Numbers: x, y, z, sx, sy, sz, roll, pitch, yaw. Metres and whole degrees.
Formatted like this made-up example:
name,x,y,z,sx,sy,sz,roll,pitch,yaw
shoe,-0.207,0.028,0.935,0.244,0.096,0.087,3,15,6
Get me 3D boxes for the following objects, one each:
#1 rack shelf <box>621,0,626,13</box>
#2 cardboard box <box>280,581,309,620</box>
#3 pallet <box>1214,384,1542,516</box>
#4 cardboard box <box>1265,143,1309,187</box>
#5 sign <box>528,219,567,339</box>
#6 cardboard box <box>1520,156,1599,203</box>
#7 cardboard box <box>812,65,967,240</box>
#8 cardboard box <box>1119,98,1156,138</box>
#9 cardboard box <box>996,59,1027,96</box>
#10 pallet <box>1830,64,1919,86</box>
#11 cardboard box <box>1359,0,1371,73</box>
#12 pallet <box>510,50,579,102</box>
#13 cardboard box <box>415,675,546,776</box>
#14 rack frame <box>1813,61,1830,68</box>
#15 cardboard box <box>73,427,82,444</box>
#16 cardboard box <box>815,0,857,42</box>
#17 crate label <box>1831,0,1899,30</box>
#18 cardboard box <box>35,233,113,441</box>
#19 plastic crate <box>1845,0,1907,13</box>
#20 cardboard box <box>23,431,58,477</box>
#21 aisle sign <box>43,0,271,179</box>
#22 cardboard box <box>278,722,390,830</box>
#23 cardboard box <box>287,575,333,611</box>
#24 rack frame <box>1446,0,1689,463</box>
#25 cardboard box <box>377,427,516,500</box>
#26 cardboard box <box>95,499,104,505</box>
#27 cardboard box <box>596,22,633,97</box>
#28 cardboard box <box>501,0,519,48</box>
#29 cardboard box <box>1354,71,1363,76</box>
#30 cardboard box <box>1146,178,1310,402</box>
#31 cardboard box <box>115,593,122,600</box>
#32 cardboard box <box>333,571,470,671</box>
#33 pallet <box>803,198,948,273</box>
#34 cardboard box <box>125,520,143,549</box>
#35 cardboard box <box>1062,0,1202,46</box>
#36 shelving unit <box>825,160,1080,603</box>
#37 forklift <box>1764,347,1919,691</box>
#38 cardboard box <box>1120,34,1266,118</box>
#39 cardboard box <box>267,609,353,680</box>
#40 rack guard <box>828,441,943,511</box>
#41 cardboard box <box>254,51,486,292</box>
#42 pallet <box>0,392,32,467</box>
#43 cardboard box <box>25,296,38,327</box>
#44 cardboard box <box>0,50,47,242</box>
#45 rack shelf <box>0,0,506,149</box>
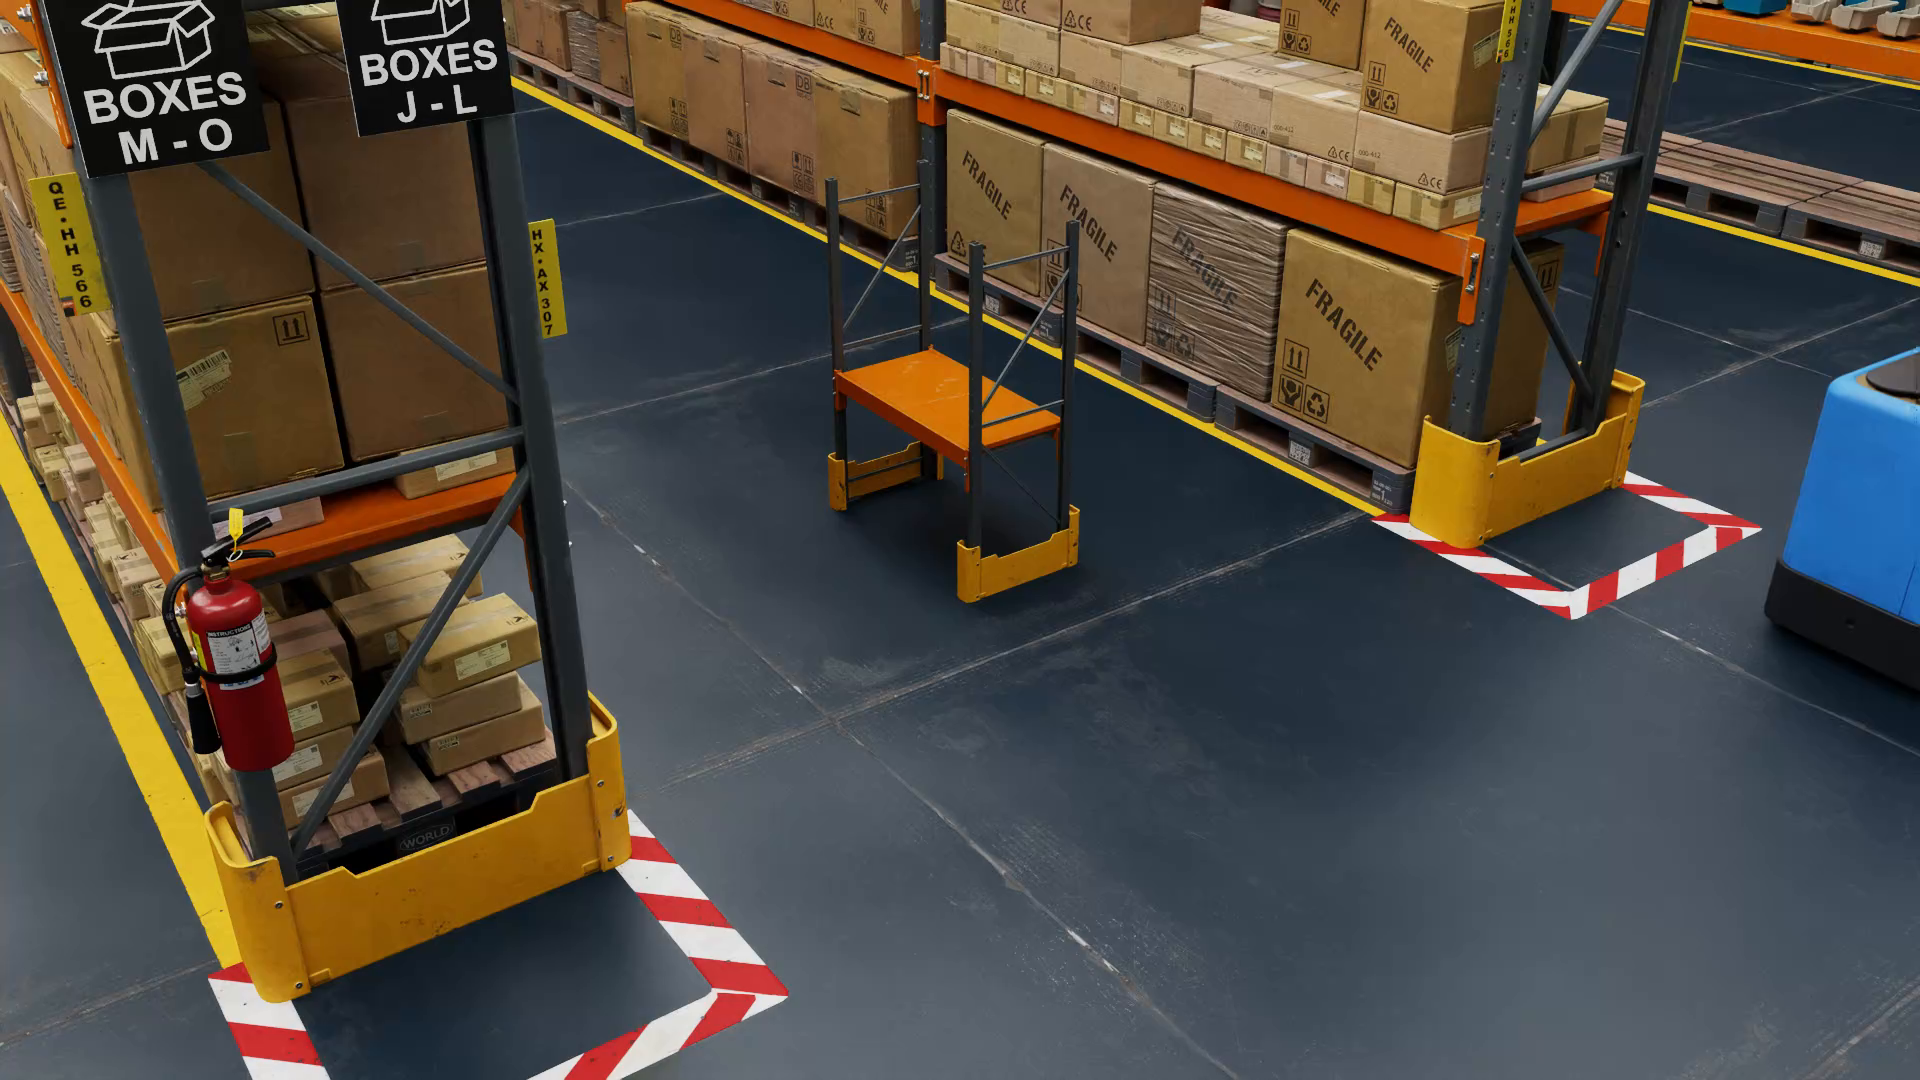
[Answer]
name,x,y,z,sx,sy,sz,roll,pitch,yaw
rack shelf,-3.269,-5.075,14.205,1.077,0.370,4.000,-19,34,-31
cardboard box,-2.481,0.307,5.777,0.380,0.149,0.250,-19,34,-31
pallet,2.004,-0.567,8.073,1.003,0.211,1.213,-19,34,-31
cardboard box,1.615,-1.737,7.568,0.380,0.149,0.250,-18,33,-30
sign,-1.125,-0.700,4.489,0.100,0.325,0.005,-19,34,-31
cardboard box,2.595,-1.622,7.358,0.380,0.149,0.250,-18,33,-30
cardboard box,-0.176,-2.553,10.593,1.225,0.875,0.875,-19,34,-30
cardboard box,1.018,-2.135,8.302,0.380,0.149,0.250,-20,34,-32
cardboard box,0.418,-2.537,9.041,0.380,0.149,0.250,-18,33,-29
pallet,8.681,-4.307,14.959,1.003,0.211,1.213,-19,34,-31
cardboard box,2.183,-2.354,7.500,0.500,0.500,0.500,-20,34,-32
pallet,-3.264,-4.166,14.700,1.003,0.211,1.213,-19,34,-31
cardboard box,-1.610,0.606,5.538,0.380,0.149,0.250,-18,33,-30
rack frame,8.283,-5.799,14.785,1.000,3.000,0.127,-19,34,-31
cardboard box,-3.388,-0.423,6.810,0.380,0.149,0.250,-20,34,-32
cardboard box,-0.564,-3.403,10.268,0.500,0.500,0.500,-18,33,-29
crate label,5.608,-3.270,10.342,0.396,0.136,0.243,-19,34,-31
cardboard box,-2.332,-0.649,4.886,0.500,0.500,0.500,-19,34,-31
plastic crate,5.927,-3.526,10.713,0.416,0.233,0.300,-19,34,-31
cardboard box,-3.938,-0.426,7.438,0.380,0.149,0.250,-20,35,-33
aisle sign,-1.769,-1.201,3.594,0.394,0.787,0.004,-19,34,-31
cardboard box,-2.042,0.752,5.270,0.380,0.149,0.250,-18,33,-30
cardboard box,-2.281,0.094,6.170,0.380,0.149,0.250,-21,35,-33
rack frame,2.532,-1.503,6.875,1.000,3.000,0.127,-19,34,-31
cardboard box,-1.488,-0.276,4.878,0.380,0.149,0.250,-19,34,-31
cardboard box,-3.253,-0.180,6.674,0.380,0.149,0.250,-17,33,-28
cardboard box,-2.514,-3.963,13.563,0.700,0.500,0.500,-21,35,-33
cardboard box,-3.829,-4.828,15.155,0.700,0.500,0.500,-19,34,-31
cardboard box,2.166,-2.030,7.690,0.500,0.250,0.500,-19,34,-31
cardboard box,1.567,-1.335,8.351,0.875,0.875,0.875,-19,34,-31
cardboard box,-3.152,0.067,6.530,0.380,0.149,0.250,-20,34,-32
cardboard box,-1.852,0.266,5.542,0.380,0.149,0.250,-18,33,-30
pallet,-0.298,-2.112,10.918,1.003,0.211,1.213,-19,34,-31
cardboard box,-2.796,-0.018,6.064,0.380,0.149,0.250,-20,34,-32
cardboard box,0.866,-2.801,8.325,0.500,0.500,0.500,-20,34,-32
shelving unit,-0.044,-0.689,6.947,0.587,1.500,1.083,-19,34,-31
forklift,4.684,-1.133,6.265,3.031,2.935,1.130,-18,33,-29
cardboard box,1.140,-2.280,8.150,0.500,0.250,0.500,-19,34,-31
cardboard box,-2.180,0.388,5.316,0.380,0.149,0.250,-18,33,-30
rack guard,-0.333,-0.333,7.601,0.587,0.250,0.087,-19,34,-31
cardboard box,-1.611,-1.032,4.543,0.500,0.500,0.500,-19,34,-31
pallet,-4.340,-0.802,8.505,1.003,0.211,1.213,-19,34,-31
cardboard box,-3.186,-0.915,6.055,0.380,0.149,0.250,-17,33,-29
cardboard box,-2.329,-1.090,4.649,0.500,0.500,0.500,-20,34,-32
rack shelf,-2.727,-1.949,5.307,1.077,0.370,4.000,-19,34,-31
